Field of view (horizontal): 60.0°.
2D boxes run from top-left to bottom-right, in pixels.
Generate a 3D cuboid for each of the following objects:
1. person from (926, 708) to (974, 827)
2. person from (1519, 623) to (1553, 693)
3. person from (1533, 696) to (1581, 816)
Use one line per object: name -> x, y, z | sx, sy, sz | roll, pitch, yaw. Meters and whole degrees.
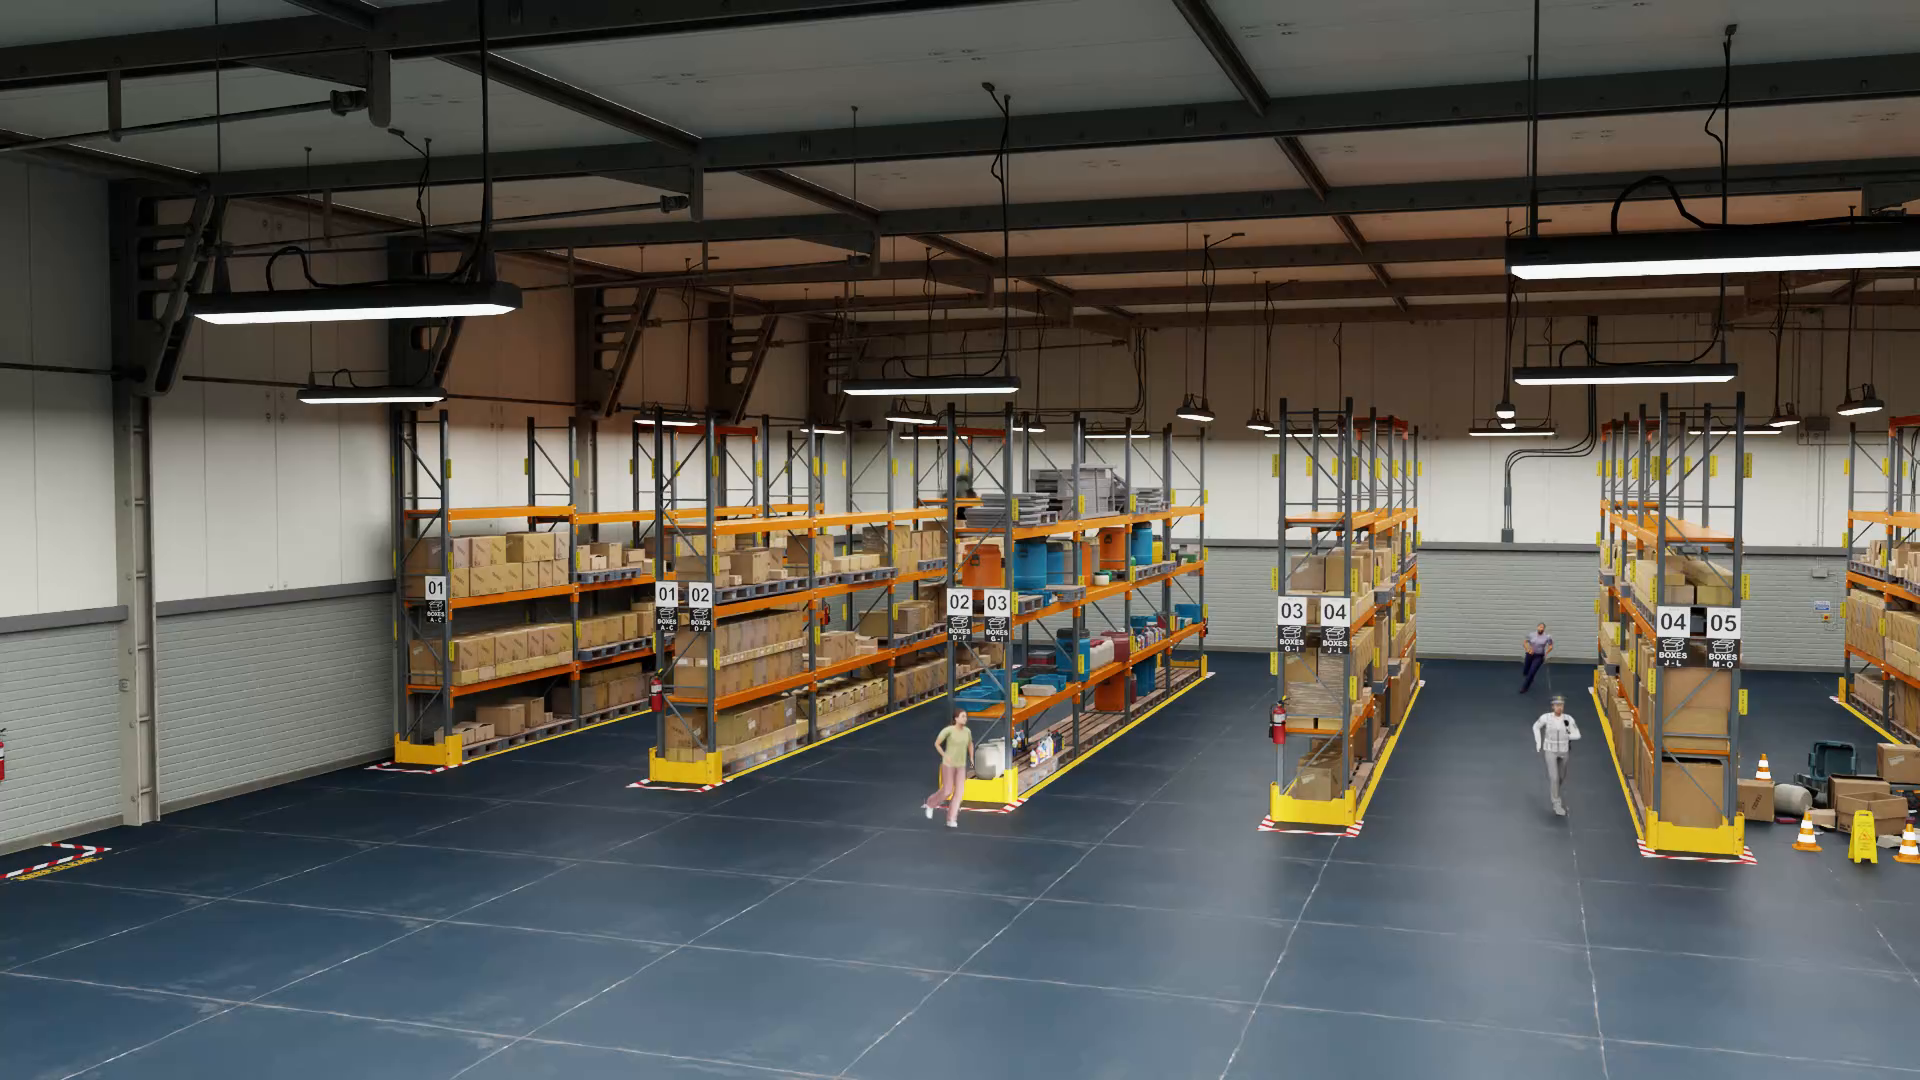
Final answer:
person -> -0.065, 3.178, 23.441 | 0.647, 1.629, 0.741 | -2, 3, -33
person -> 12.926, 2.626, 37.276 | 0.687, 1.582, 0.844 | 1, 3, 31
person -> 8.697, 3.090, 24.226 | 0.608, 1.678, 0.942 | 0, 2, 8
